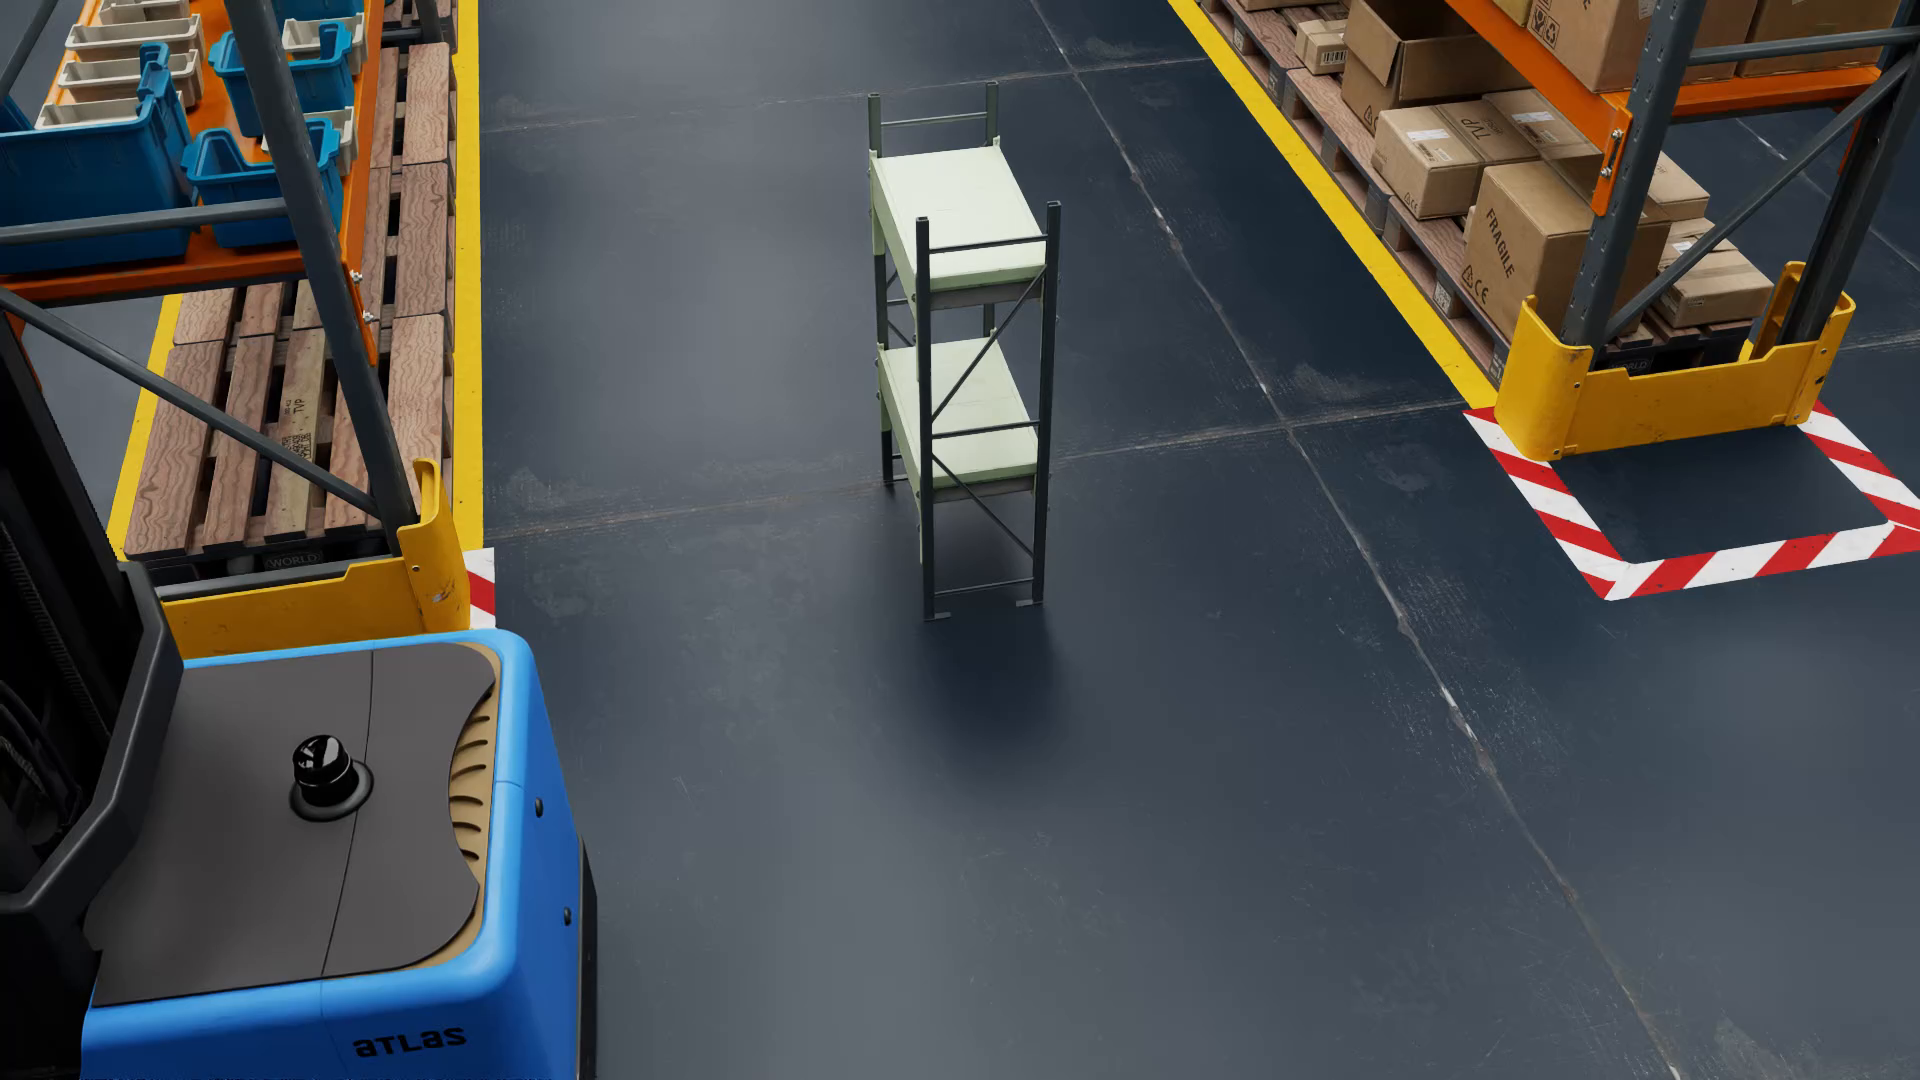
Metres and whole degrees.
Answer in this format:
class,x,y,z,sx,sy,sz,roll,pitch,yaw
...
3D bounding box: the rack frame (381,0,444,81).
class,x,y,z,sx,sy,sz,roll,pitch,yaw
rack frame,-3.076,-3.430,7.355,1.000,3.000,0.127,-8,42,-9

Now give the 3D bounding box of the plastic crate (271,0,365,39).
class,x,y,z,sx,sy,sz,roll,pitch,yaw
plastic crate,-2.229,-1.858,5.664,0.416,0.233,0.300,-8,42,-9

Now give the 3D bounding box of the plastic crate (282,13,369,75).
class,x,y,z,sx,sy,sz,roll,pitch,yaw
plastic crate,-2.079,-1.628,5.478,0.250,0.136,0.298,-8,42,-9

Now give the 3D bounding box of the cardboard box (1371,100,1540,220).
class,x,y,z,sx,sy,sz,roll,pitch,yaw
cardboard box,2.091,-1.618,7.053,0.500,0.250,0.500,-8,42,-9

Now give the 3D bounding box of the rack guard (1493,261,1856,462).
class,x,y,z,sx,sy,sz,roll,pitch,yaw
rack guard,2.608,-0.659,6.116,1.175,0.500,0.348,-8,42,-9

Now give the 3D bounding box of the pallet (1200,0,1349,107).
class,x,y,z,sx,sy,sz,roll,pitch,yaw
pallet,1.909,-2.649,8.576,1.003,0.211,1.213,-8,42,-9

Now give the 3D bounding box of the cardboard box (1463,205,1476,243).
class,x,y,z,sx,sy,sz,roll,pitch,yaw
cardboard box,2.267,-1.242,6.693,0.380,0.166,0.250,-8,42,-9

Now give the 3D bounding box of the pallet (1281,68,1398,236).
class,x,y,z,sx,sy,sz,roll,pitch,yaw
pallet,2.175,-1.857,7.683,1.003,0.211,1.213,-8,42,-9

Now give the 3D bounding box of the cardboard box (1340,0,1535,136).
class,x,y,z,sx,sy,sz,roll,pitch,yaw
cardboard box,2.172,-2.151,7.463,0.797,0.503,0.637,-8,42,-9

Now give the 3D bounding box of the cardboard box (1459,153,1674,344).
class,x,y,z,sx,sy,sz,roll,pitch,yaw
cardboard box,2.267,-1.091,6.272,0.500,0.500,0.500,-8,42,-9

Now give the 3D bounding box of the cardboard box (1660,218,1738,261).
class,x,y,z,sx,sy,sz,roll,pitch,yaw
cardboard box,2.816,-1.132,6.569,0.380,0.166,0.250,-8,42,-9

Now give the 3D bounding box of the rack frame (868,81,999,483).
class,x,y,z,sx,sy,sz,roll,pitch,yaw
rack frame,-0.080,-0.802,5.524,0.400,1.500,0.023,-8,42,-9

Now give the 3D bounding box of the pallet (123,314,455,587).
class,x,y,z,sx,sy,sz,roll,pitch,yaw
pallet,-2.353,-0.335,5.968,1.003,0.211,1.213,-8,42,-9

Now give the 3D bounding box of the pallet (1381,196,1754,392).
class,x,y,z,sx,sy,sz,roll,pitch,yaw
pallet,2.435,-1.068,6.794,1.003,0.211,1.213,-8,42,-9

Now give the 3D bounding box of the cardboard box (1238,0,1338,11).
class,x,y,z,sx,sy,sz,roll,pitch,yaw
cardboard box,1.641,-2.993,8.557,0.500,0.311,0.500,-8,42,-9

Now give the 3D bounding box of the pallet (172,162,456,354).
class,x,y,z,sx,sy,sz,roll,pitch,yaw
pallet,-2.613,-1.124,6.857,1.003,0.211,1.213,-8,42,-9

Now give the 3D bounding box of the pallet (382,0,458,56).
class,x,y,z,sx,sy,sz,roll,pitch,yaw
pallet,-3.202,-2.893,8.850,1.003,0.211,1.213,-8,42,-9

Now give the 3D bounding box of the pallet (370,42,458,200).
class,x,y,z,sx,sy,sz,roll,pitch,yaw
pallet,-2.880,-1.916,7.750,1.003,0.211,1.213,-8,42,-9

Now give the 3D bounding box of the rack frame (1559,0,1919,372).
class,x,y,z,sx,sy,sz,roll,pitch,yaw
rack frame,2.625,-1.545,5.231,1.000,3.000,0.127,-8,42,-9

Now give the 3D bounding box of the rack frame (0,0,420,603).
class,x,y,z,sx,sy,sz,roll,pitch,yaw
rack frame,-2.213,-0.837,4.434,1.000,3.000,0.127,-8,42,-9

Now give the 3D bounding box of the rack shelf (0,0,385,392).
class,x,y,z,sx,sy,sz,roll,pitch,yaw
rack shelf,-2.645,-1.865,6.133,1.077,0.370,4.000,-8,42,-9

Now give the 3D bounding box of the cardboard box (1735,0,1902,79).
class,x,y,z,sx,sy,sz,roll,pitch,yaw
cardboard box,2.786,-1.907,5.564,0.500,0.500,0.500,-8,42,-8

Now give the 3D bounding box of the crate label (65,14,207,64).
class,x,y,z,sx,sy,sz,roll,pitch,yaw
crate label,-2.698,-1.631,5.481,0.396,0.136,0.243,-8,42,-9

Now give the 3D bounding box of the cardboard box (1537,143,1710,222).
class,x,y,z,sx,sy,sz,roll,pitch,yaw
cardboard box,2.676,-1.398,6.805,0.500,0.250,0.500,-8,42,-9

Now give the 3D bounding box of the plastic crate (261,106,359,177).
class,x,y,z,sx,sy,sz,roll,pitch,yaw
plastic crate,-1.933,-1.188,4.982,0.250,0.136,0.298,-8,42,-9

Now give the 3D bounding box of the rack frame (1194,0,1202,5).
class,x,y,z,sx,sy,sz,roll,pitch,yaw
rack frame,1.761,-4.137,8.151,1.000,3.000,0.127,-8,42,-9

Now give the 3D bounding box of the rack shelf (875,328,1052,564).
class,x,y,z,sx,sy,sz,roll,pitch,yaw
rack shelf,-0.001,-0.321,5.473,0.431,0.370,0.720,-8,42,-9

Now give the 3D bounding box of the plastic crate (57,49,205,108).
class,x,y,z,sx,sy,sz,roll,pitch,yaw
plastic crate,-2.614,-1.454,5.282,0.396,0.136,0.243,-8,42,-9

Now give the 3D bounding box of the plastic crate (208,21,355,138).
class,x,y,z,sx,sy,sz,roll,pitch,yaw
plastic crate,-2.087,-1.431,5.183,0.416,0.233,0.300,-8,42,-9

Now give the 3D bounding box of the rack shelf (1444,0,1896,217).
class,x,y,z,sx,sy,sz,roll,pitch,yaw
rack shelf,2.193,-2.572,6.930,1.077,0.370,4.000,-8,42,-9

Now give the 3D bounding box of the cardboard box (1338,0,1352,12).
class,x,y,z,sx,sy,sz,roll,pitch,yaw
cardboard box,2.161,-3.038,8.465,0.500,0.500,0.500,-8,42,-9

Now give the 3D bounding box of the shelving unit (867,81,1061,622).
class,x,y,z,sx,sy,sz,roll,pitch,yaw
shelving unit,-0.001,-0.565,5.257,0.431,1.500,0.755,-8,42,-9

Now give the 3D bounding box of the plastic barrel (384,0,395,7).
class,x,y,z,sx,sy,sz,roll,pitch,yaw
plastic barrel,-3.177,-3.157,8.312,0.600,0.901,0.708,-8,42,-9

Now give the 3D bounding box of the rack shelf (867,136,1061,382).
class,x,y,z,sx,sy,sz,roll,pitch,yaw
rack shelf,-0.001,-0.857,4.998,0.431,0.370,0.720,-8,42,-9

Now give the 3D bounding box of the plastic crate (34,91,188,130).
class,x,y,z,sx,sy,sz,roll,pitch,yaw
plastic crate,-2.566,-1.264,5.068,0.396,0.136,0.243,-8,42,-9

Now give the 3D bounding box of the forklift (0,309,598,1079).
class,x,y,z,sx,sy,sz,roll,pitch,yaw
forklift,-2.422,0.369,3.127,3.031,2.935,1.130,-6,42,-7

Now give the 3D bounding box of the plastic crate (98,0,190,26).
class,x,y,z,sx,sy,sz,roll,pitch,yaw
plastic crate,-2.780,-1.820,5.694,0.298,0.136,0.250,-8,42,-9

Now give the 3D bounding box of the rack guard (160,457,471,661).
class,x,y,z,sx,sy,sz,roll,pitch,yaw
rack guard,-2.195,0.111,5.248,1.175,0.500,0.348,-8,42,-9

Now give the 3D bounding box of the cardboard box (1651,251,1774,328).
class,x,y,z,sx,sy,sz,roll,pitch,yaw
cardboard box,2.870,-0.964,6.392,0.380,0.149,0.250,-8,42,-9

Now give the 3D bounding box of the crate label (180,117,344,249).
class,x,y,z,sx,sy,sz,roll,pitch,yaw
crate label,-1.945,-1.004,4.703,0.416,0.233,0.303,-8,42,-9

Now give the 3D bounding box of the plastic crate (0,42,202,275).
class,x,y,z,sx,sy,sz,roll,pitch,yaw
plastic crate,-2.467,-1.063,4.616,0.616,0.435,0.499,-8,42,-9

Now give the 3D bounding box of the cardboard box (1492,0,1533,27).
class,x,y,z,sx,sy,sz,roll,pitch,yaw
cardboard box,2.147,-2.169,5.859,0.500,0.500,0.500,-8,42,-9

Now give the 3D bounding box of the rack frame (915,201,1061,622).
class,x,y,z,sx,sy,sz,roll,pitch,yaw
rack frame,0.078,-0.328,4.990,0.400,1.500,0.023,-8,42,-9

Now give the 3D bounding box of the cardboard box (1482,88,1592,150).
class,x,y,z,sx,sy,sz,roll,pitch,yaw
cardboard box,2.568,-1.722,7.170,0.500,0.250,0.500,-8,42,-9

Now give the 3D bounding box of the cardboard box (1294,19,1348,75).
class,x,y,z,sx,sy,sz,roll,pitch,yaw
cardboard box,1.837,-2.380,7.974,0.380,0.166,0.250,-8,42,-9

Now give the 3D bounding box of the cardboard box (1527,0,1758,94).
class,x,y,z,sx,sy,sz,roll,pitch,yaw
cardboard box,2.262,-1.833,5.480,0.500,0.500,0.500,-7,42,-8
